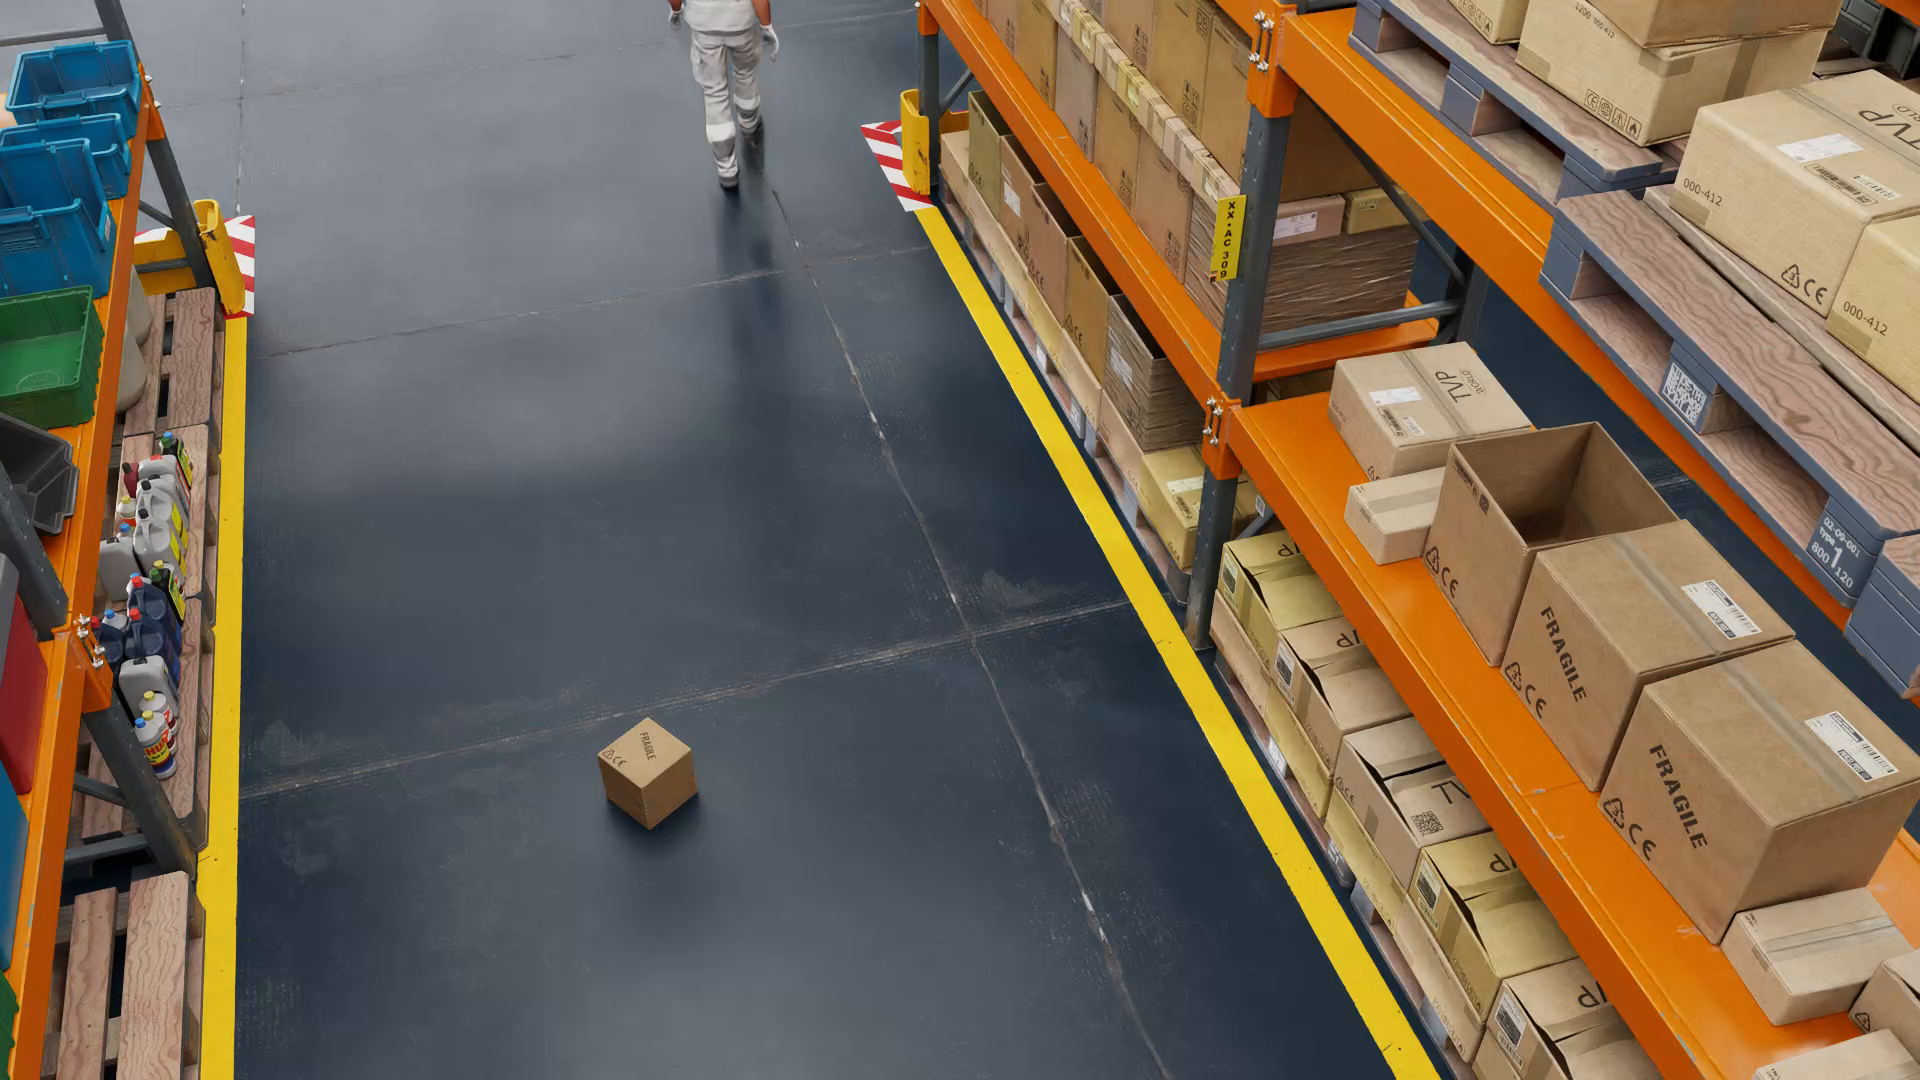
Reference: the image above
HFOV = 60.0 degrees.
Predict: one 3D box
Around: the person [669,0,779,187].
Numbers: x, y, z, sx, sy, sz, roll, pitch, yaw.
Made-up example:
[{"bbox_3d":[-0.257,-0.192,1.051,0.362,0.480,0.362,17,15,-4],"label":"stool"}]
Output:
[{"bbox_3d":[-1.365,-3.016,9.485,0.591,1.736,0.960,-8,42,-8],"label":"person"}]
